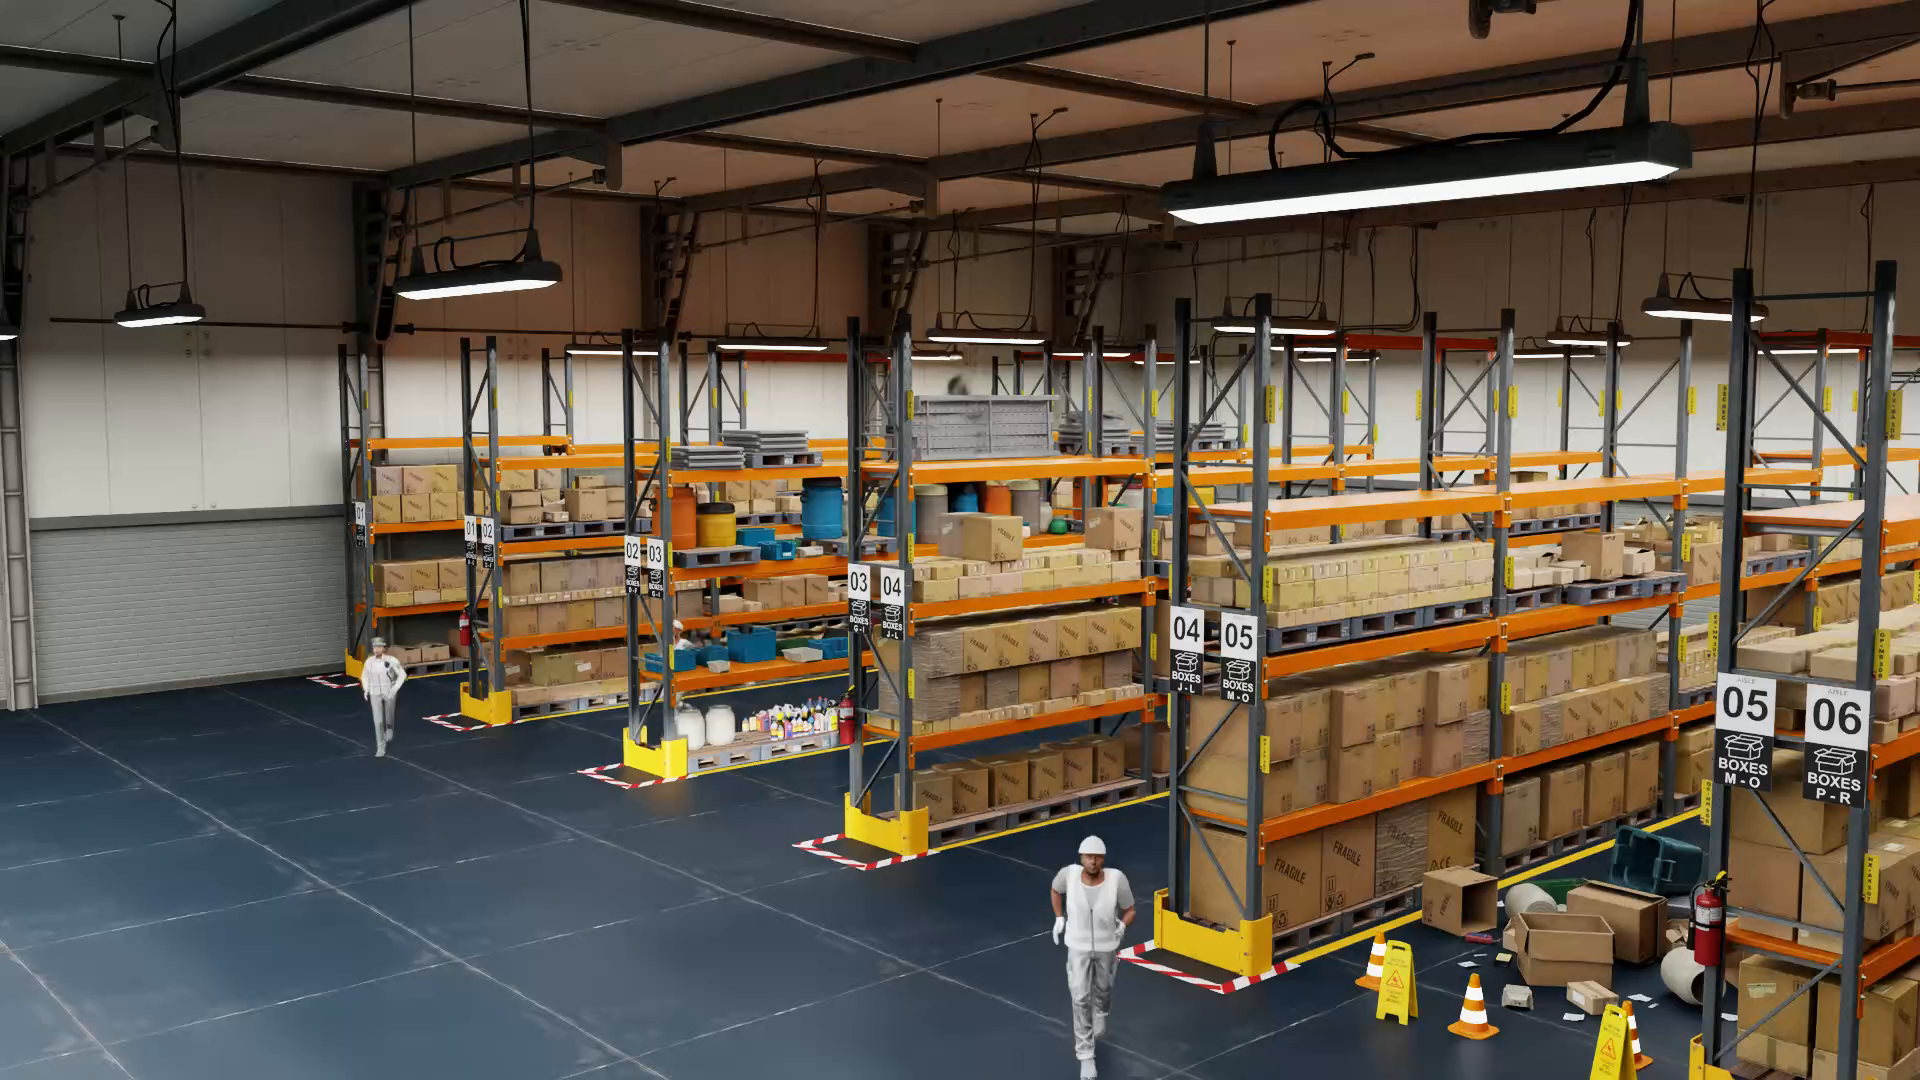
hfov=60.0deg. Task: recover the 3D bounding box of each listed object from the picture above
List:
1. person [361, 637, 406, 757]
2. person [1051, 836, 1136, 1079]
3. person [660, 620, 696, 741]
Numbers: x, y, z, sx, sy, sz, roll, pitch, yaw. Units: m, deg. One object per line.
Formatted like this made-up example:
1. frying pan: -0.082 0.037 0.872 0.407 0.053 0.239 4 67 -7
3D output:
1. person: -8.215 2.203 23.716 0.632 1.681 0.723 -1 5 -8
2. person: 1.025 3.130 12.825 0.642 1.788 0.995 0 5 1
3. person: -4.212 2.071 24.809 0.665 1.761 0.823 3 6 28
